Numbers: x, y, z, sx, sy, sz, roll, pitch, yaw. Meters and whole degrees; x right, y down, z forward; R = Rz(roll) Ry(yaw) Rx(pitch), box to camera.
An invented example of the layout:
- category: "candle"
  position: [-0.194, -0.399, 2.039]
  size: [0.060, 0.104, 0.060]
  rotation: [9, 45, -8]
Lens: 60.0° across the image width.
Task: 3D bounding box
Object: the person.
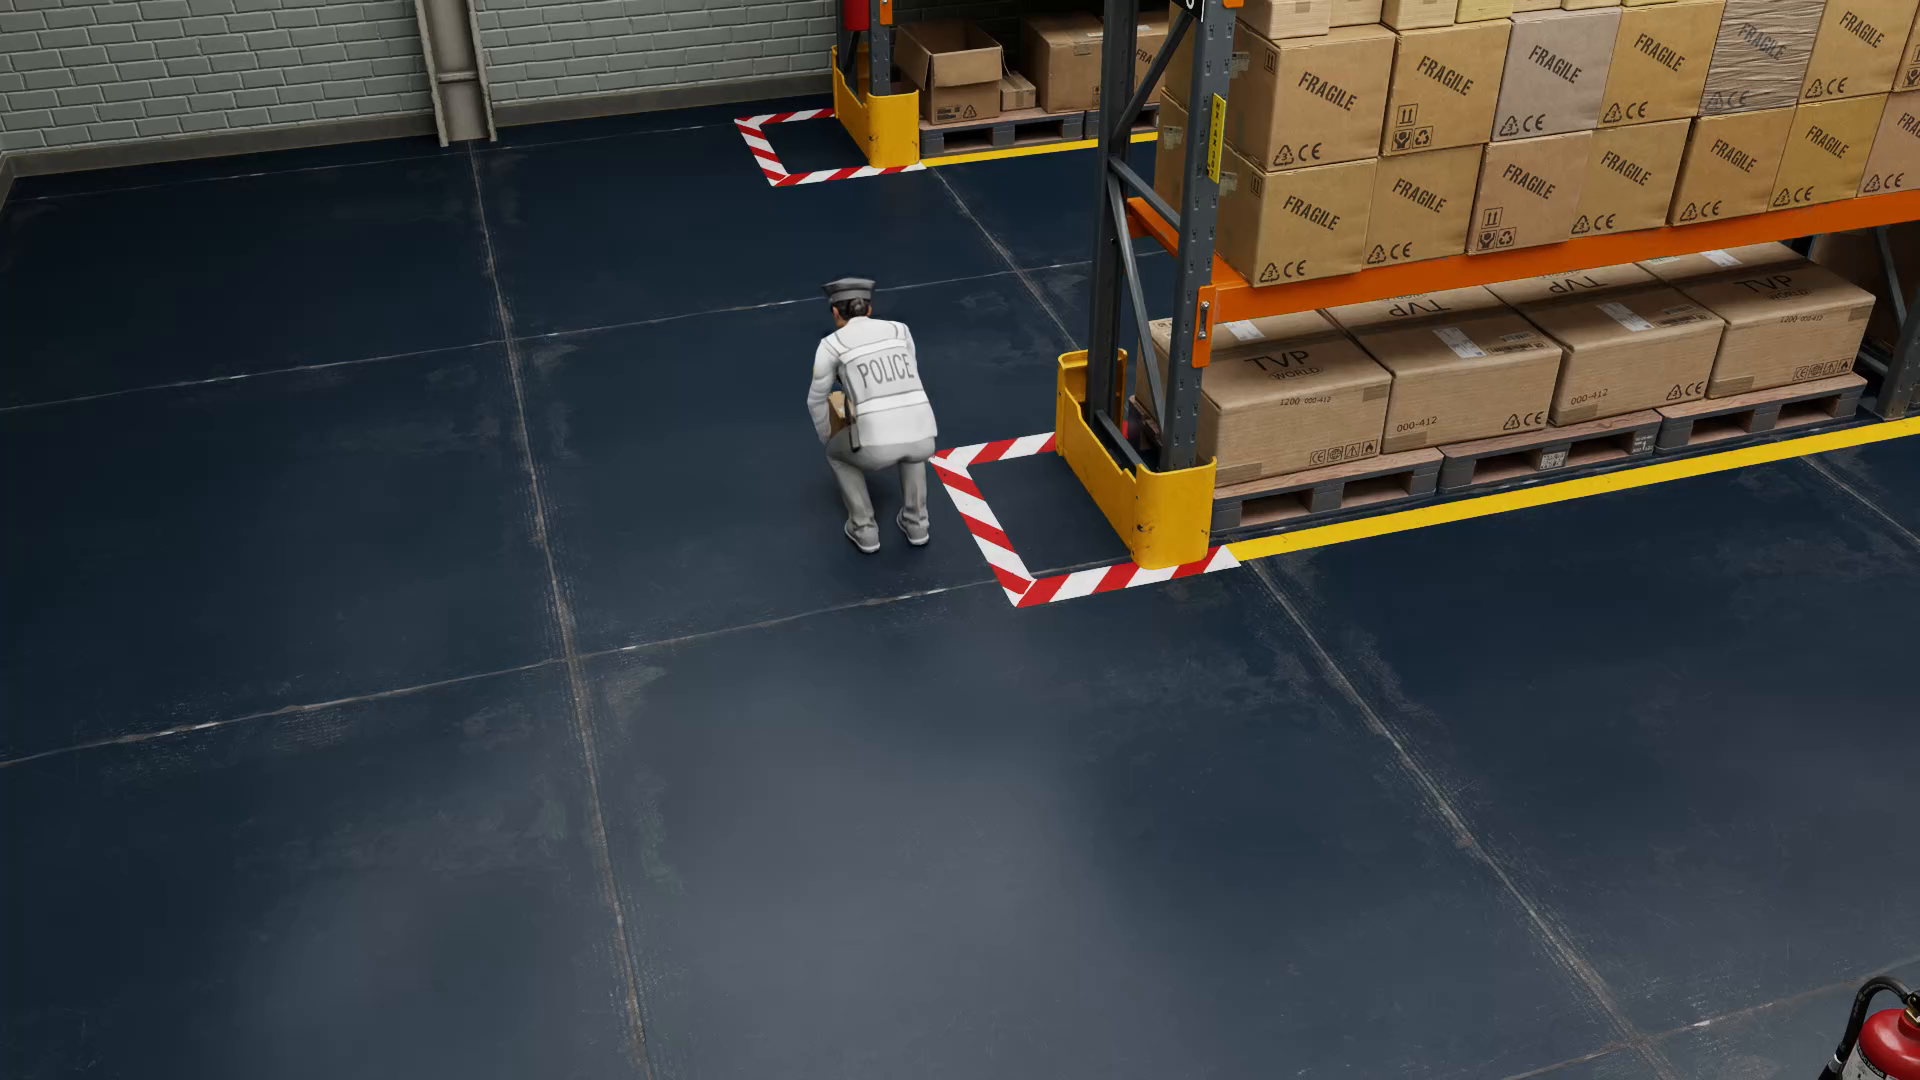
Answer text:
- category: "person"
  position: [-0.397, -0.546, 7.399]
  size: [0.520, 1.163, 0.796]
  rotation: [-10, 35, -15]
